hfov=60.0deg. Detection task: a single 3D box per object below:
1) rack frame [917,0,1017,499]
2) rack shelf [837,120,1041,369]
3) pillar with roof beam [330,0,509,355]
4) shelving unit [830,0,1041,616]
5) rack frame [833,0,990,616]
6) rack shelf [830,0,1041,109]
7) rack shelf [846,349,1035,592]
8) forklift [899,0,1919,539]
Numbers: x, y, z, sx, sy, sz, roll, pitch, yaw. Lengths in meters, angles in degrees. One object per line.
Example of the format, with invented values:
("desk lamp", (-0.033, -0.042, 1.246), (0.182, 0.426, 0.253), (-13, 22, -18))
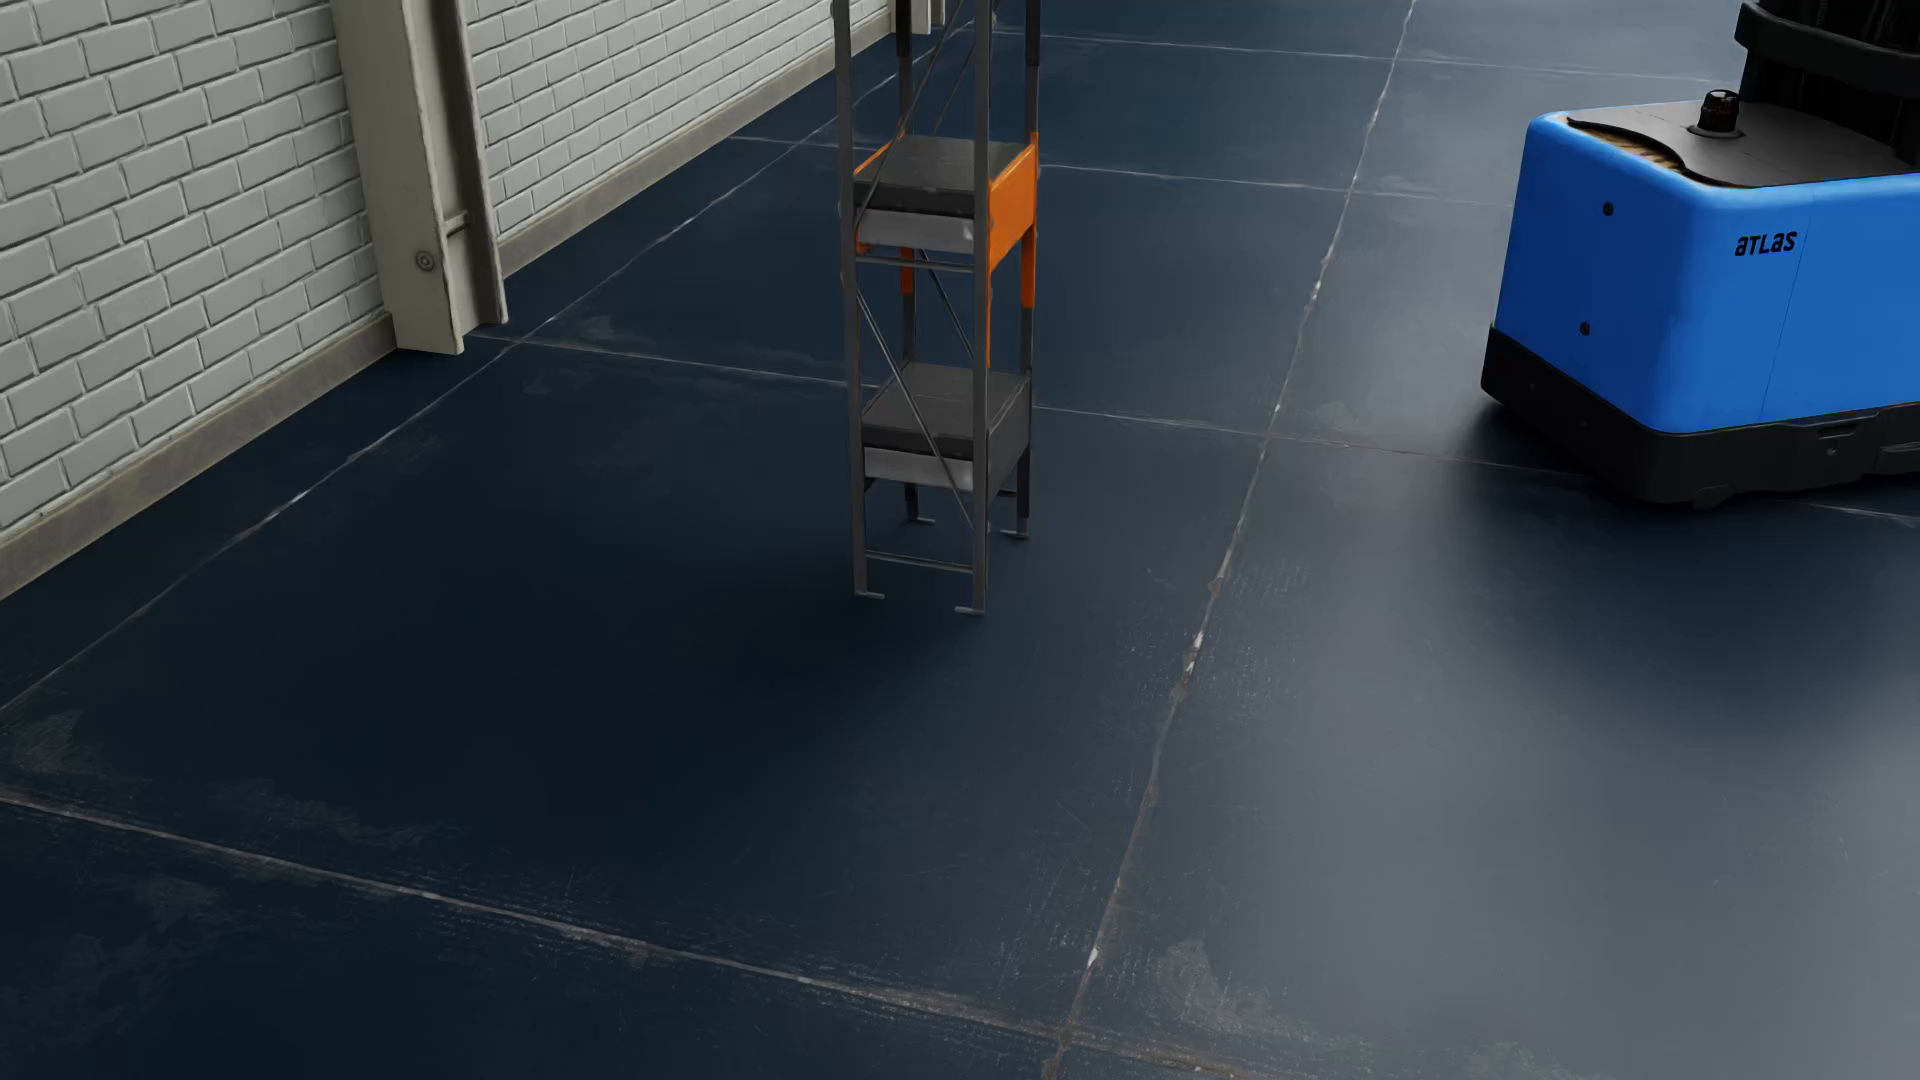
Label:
("rack frame", (0.022, -0.954, 4.805), (0.380, 1.831, 0.006), (8, 30, 15))
("rack shelf", (-0.049, -0.829, 4.608), (0.431, 0.518, 0.480), (8, 30, 15))
("pillar with roof beam", (2.043, -4.162, 3.474), (9.100, 9.000, 0.400), (8, 30, 15))
("shelving unit", (-0.049, -0.840, 4.599), (0.431, 2.100, 0.499), (8, 30, 15))
("rack frame", (-0.120, -0.727, 4.397), (0.400, 2.100, 0.015), (8, 30, 15))
("rack shelf", (-0.049, -1.440, 4.268), (0.431, 0.518, 0.480), (8, 30, 15))
("rack shelf", (-0.049, -0.217, 4.948), (0.431, 0.518, 0.480), (8, 30, 15))
("forklift", (2.411, -1.618, 5.144), (5.275, 2.935, 1.130), (-8, 30, -14))
